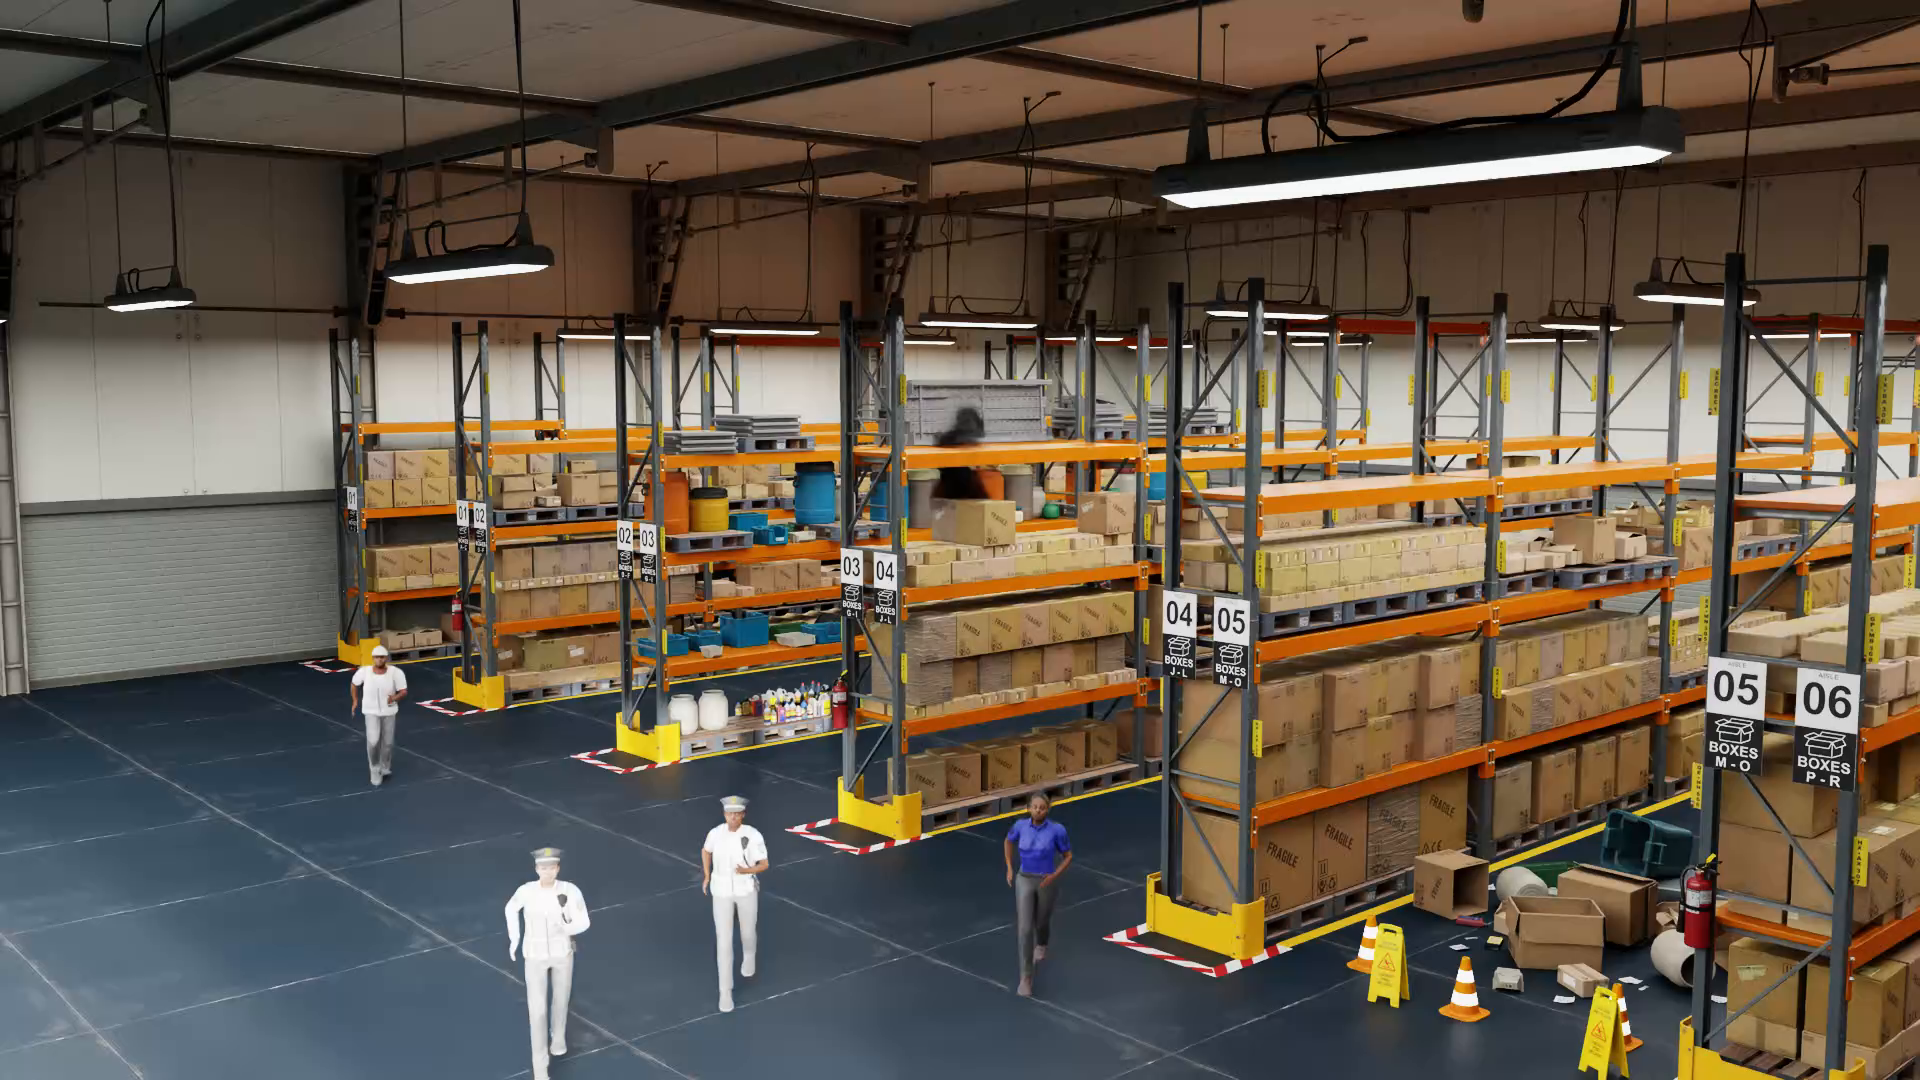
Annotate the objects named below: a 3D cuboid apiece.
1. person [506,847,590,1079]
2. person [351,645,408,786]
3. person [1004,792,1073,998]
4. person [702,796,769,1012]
[{"bbox_3d":[-3.036,3.103,12.288,0.587,1.742,0.807,-2,6,-17],"label":"person"},{"bbox_3d":[-7.335,2.216,21.038,0.669,1.787,0.808,-2,6,-22],"label":"person"},{"bbox_3d":[0.662,2.965,14.183,0.594,1.679,0.848,1,6,7],"label":"person"},{"bbox_3d":[-1.880,2.941,13.827,0.559,1.679,0.939,0,6,-4],"label":"person"}]
